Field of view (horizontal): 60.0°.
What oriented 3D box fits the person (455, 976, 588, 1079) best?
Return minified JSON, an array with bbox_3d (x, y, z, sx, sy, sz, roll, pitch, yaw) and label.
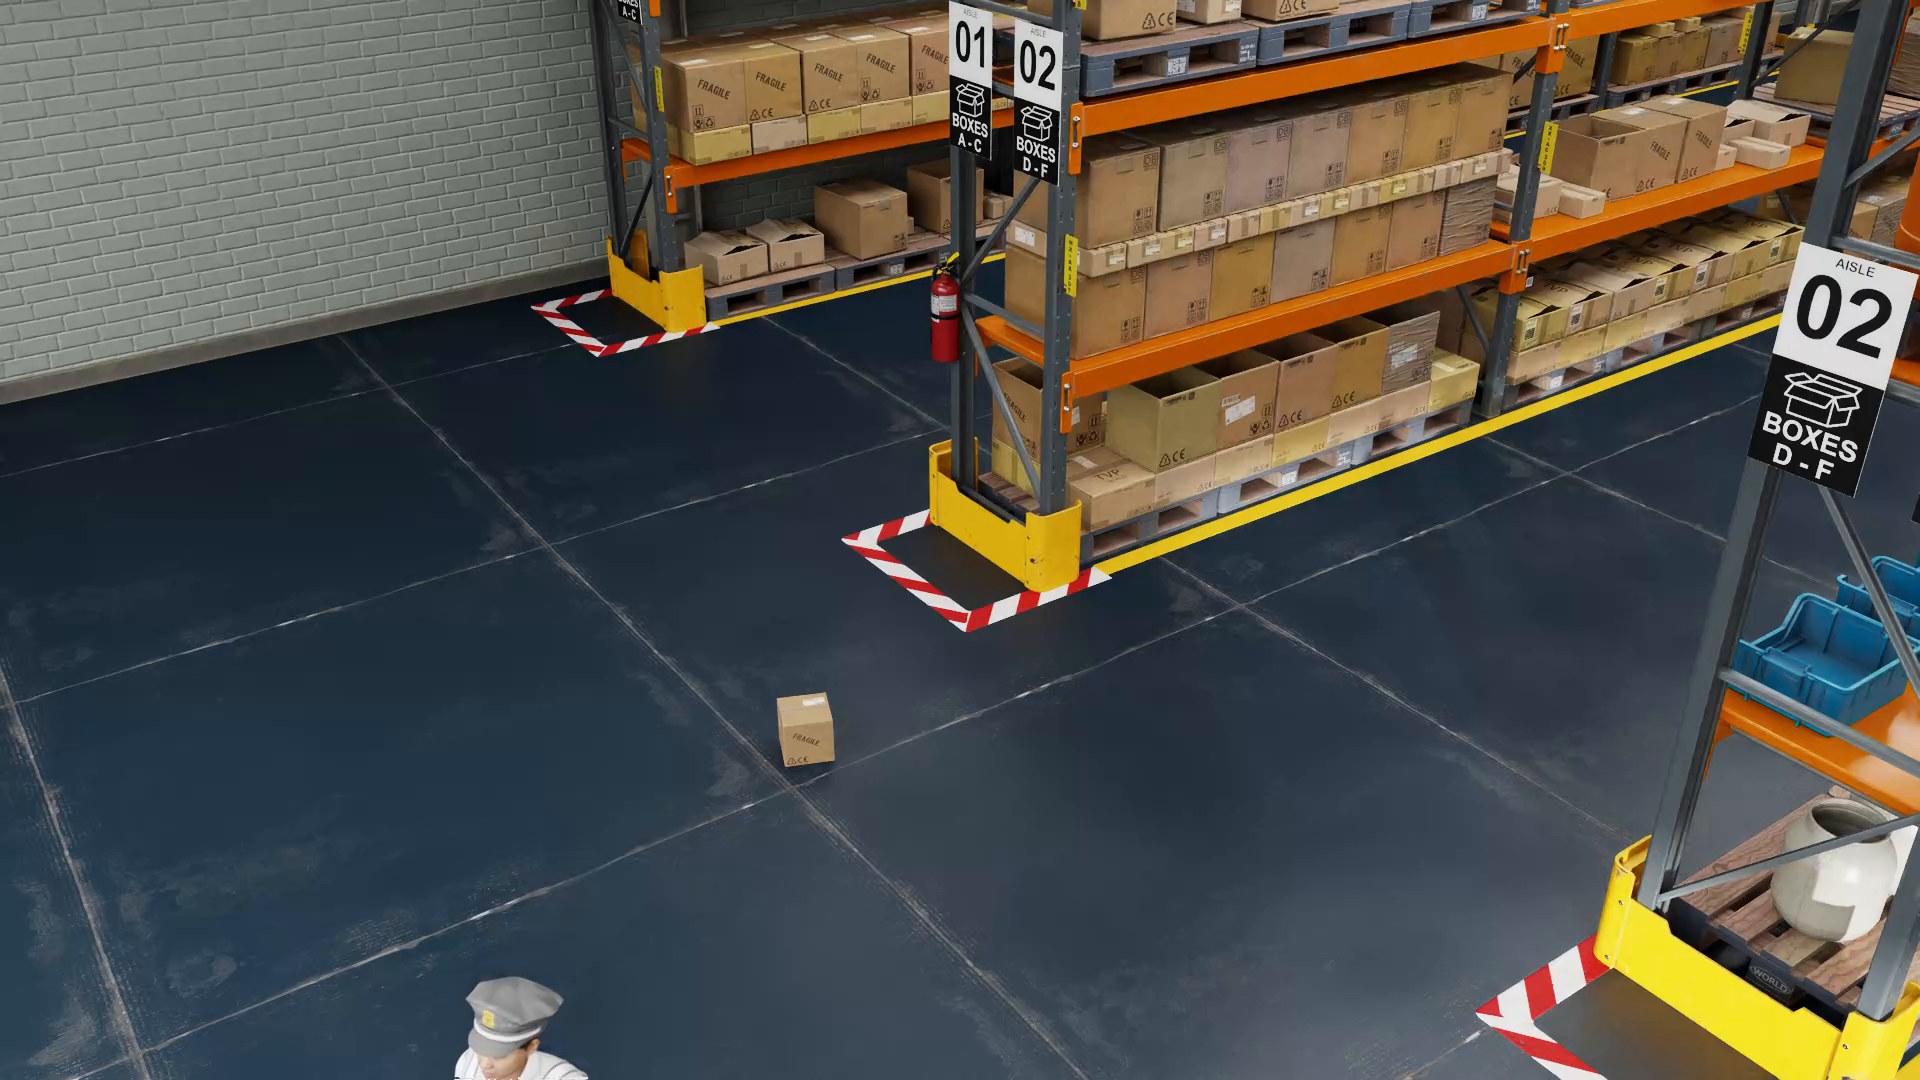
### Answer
[{"bbox_3d":[-1.275,2.036,4.925,0.494,1.744,0.695,6,29,11],"label":"person"}]
